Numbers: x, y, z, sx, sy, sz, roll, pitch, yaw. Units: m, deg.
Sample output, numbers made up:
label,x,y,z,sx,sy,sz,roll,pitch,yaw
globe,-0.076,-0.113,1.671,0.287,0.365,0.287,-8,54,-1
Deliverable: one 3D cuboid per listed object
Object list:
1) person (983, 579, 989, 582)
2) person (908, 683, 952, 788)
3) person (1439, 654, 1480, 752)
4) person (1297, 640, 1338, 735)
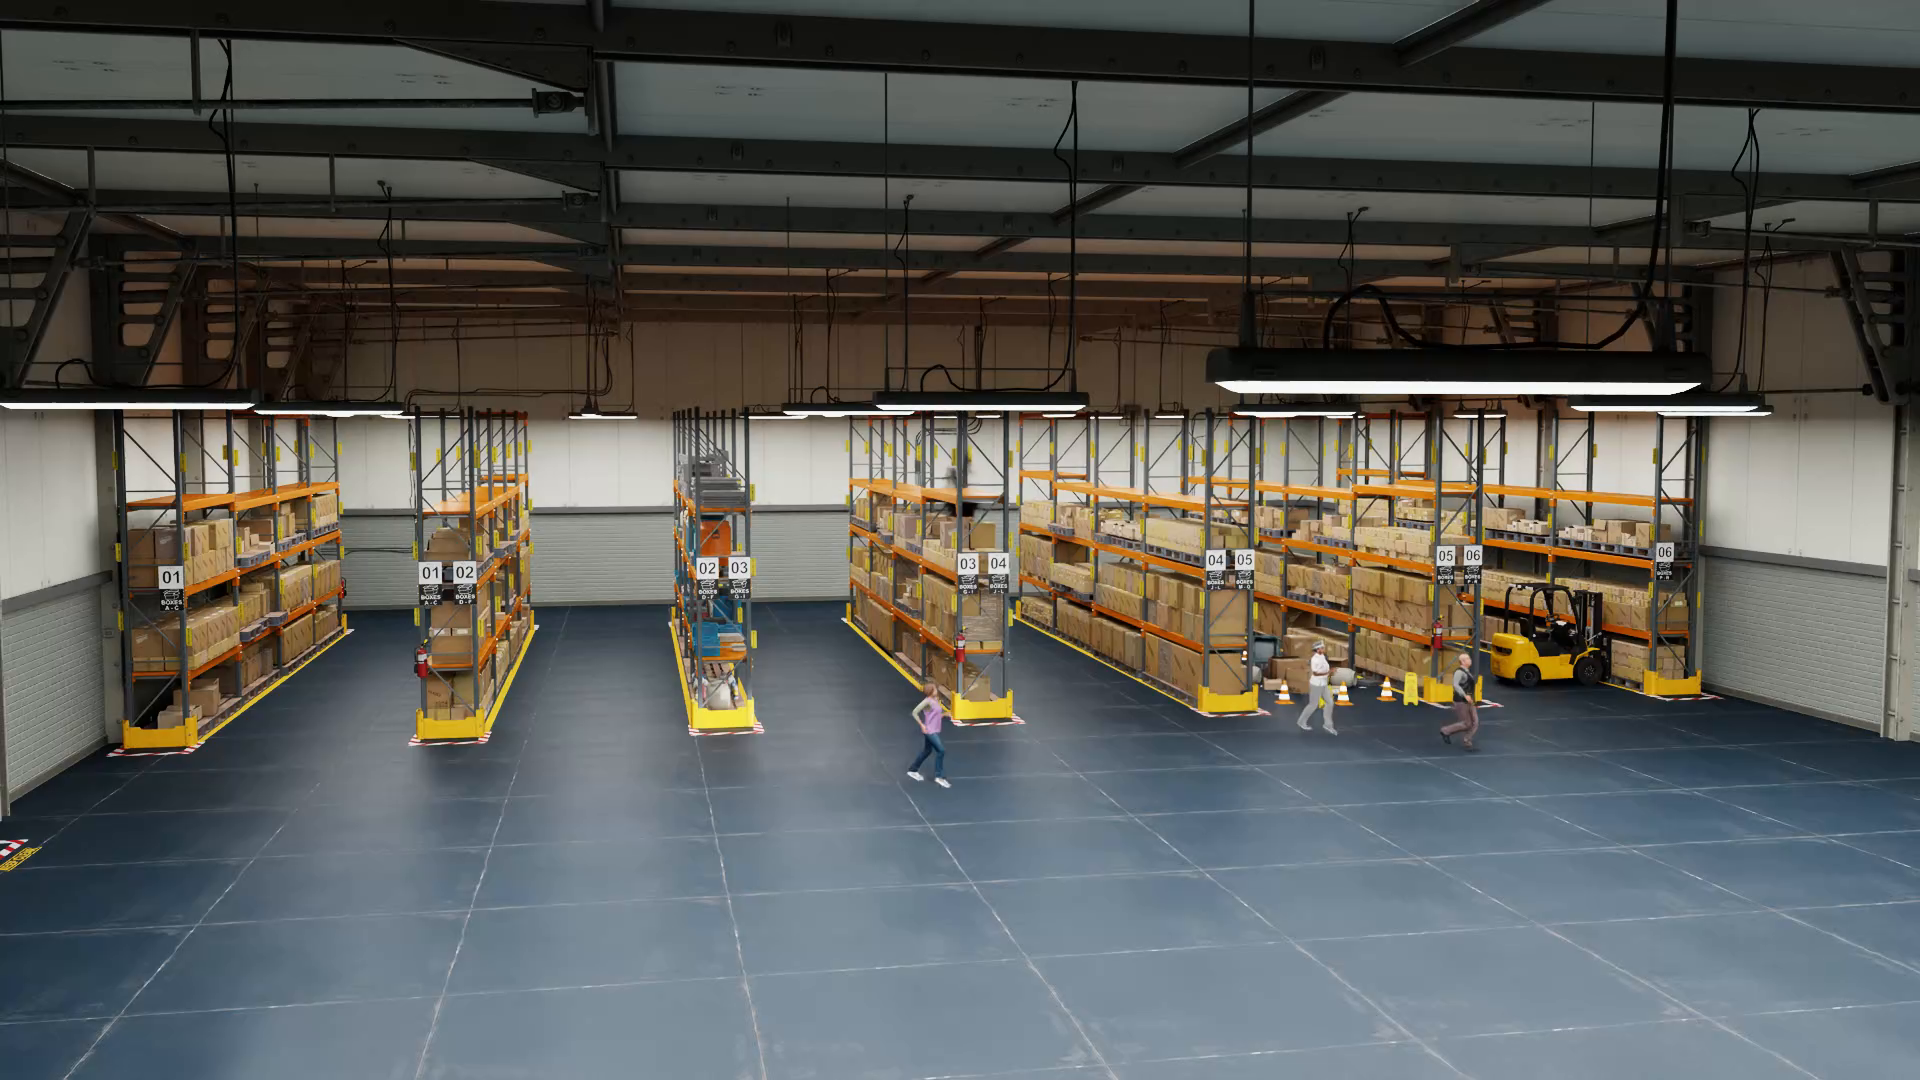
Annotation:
label,x,y,z,sx,sy,sz,roll,pitch,yaw
person,0.883,1.460,49.051,0.611,1.595,0.689,3,5,39
person,-0.476,3.053,26.121,0.740,1.633,0.515,1,4,12
person,8.756,2.826,28.996,0.643,1.699,0.668,3,5,32
person,6.566,2.701,30.543,0.753,1.753,0.530,3,5,34
